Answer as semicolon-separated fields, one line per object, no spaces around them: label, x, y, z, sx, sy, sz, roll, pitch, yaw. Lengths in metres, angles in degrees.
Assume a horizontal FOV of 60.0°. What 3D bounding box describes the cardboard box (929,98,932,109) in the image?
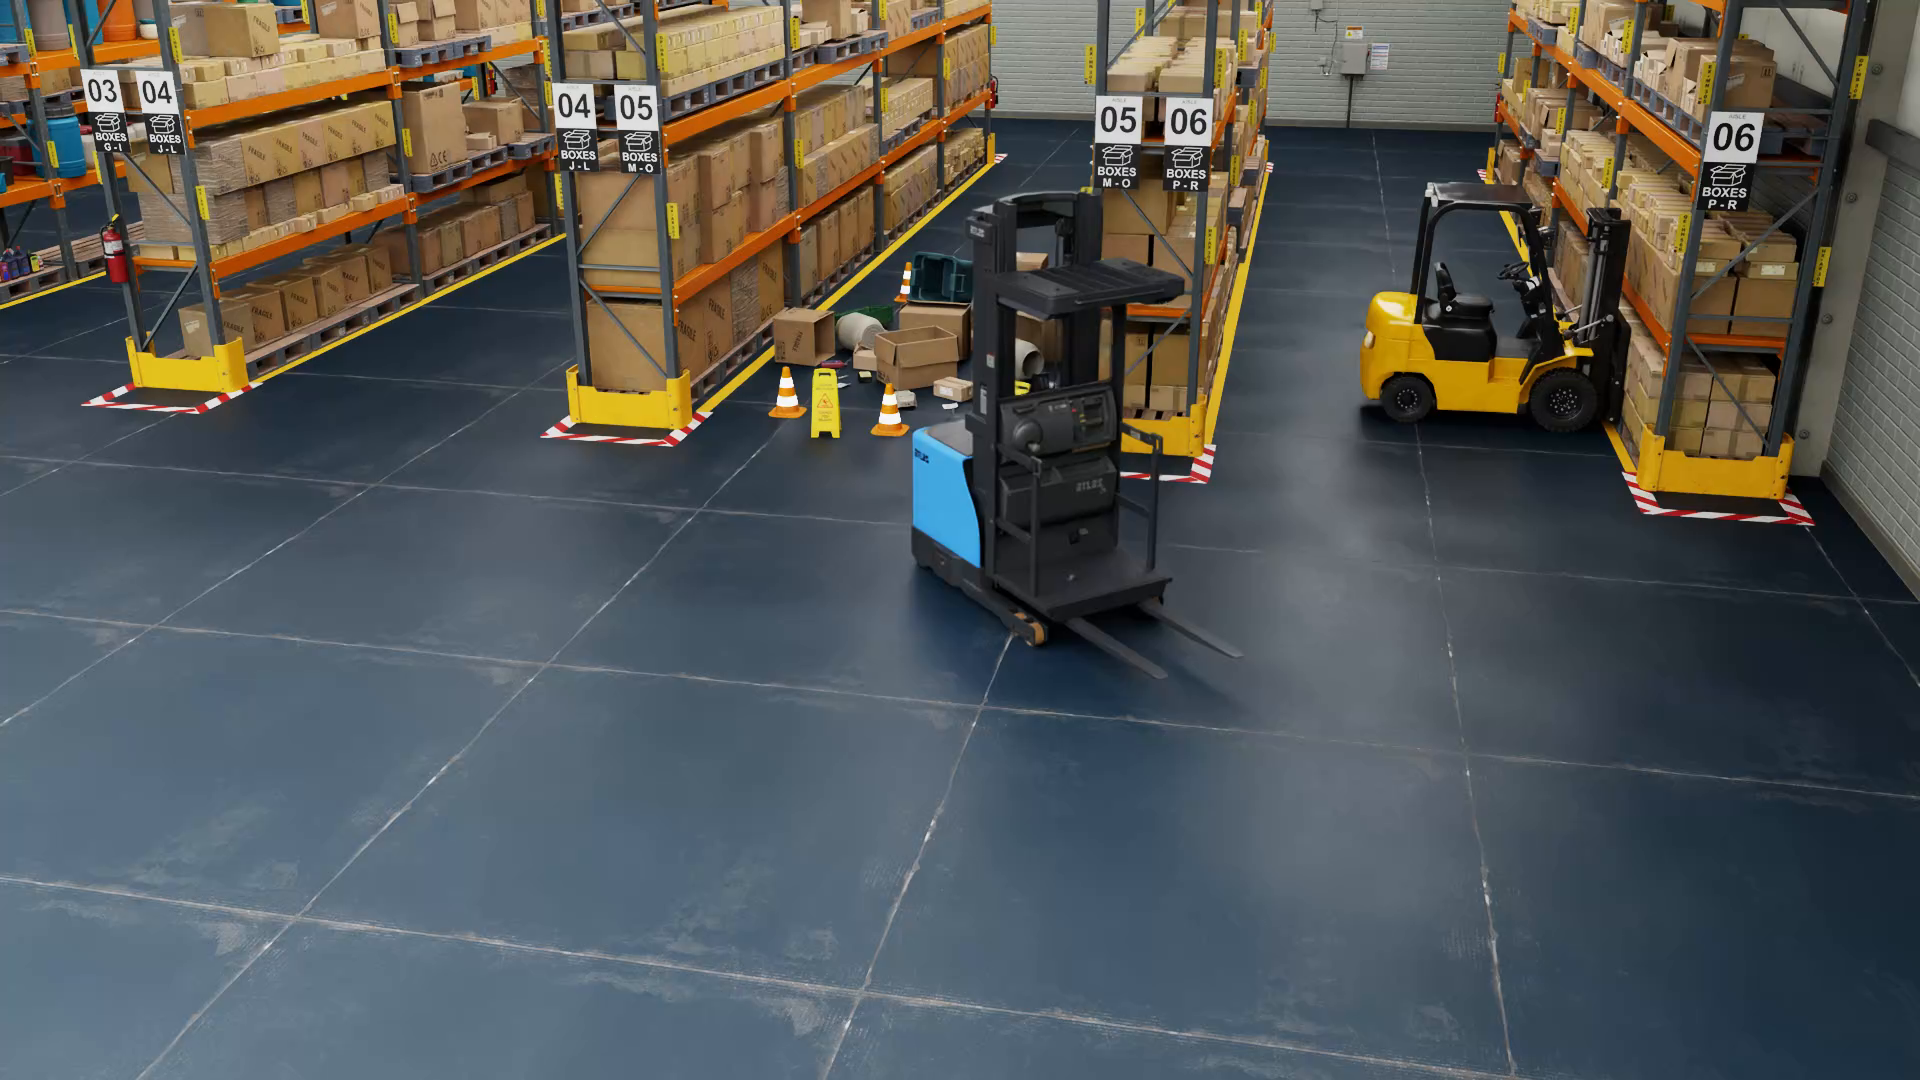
cardboard box;-0.643;-6.873;26.179;0.380;0.149;0.250;4;22;10

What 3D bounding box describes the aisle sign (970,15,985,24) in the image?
aisle sign;0.369;-9.628;29.765;0.394;0.787;0.004;4;22;11

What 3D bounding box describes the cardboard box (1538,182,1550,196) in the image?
cardboard box;8.432;-4.981;23.622;0.380;0.149;0.250;5;23;13

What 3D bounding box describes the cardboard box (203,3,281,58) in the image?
cardboard box;-7.472;-5.312;17.311;0.500;0.500;0.500;4;22;11

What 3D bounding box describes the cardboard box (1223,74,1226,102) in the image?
cardboard box;2.219;-4.224;15.614;0.500;0.250;0.500;5;22;12

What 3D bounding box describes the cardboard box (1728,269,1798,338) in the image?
cardboard box;6.895;-2.056;14.309;0.500;0.500;0.500;5;23;13

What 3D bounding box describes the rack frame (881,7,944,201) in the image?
rack frame;-0.756;-6.955;26.608;1.000;3.000;0.127;4;22;11

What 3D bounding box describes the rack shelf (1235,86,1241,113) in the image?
rack shelf;2.886;-5.478;19.889;1.077;0.370;4.000;4;22;11

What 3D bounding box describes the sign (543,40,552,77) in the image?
sign;-3.733;-4.379;15.116;0.100;0.325;0.005;4;22;11

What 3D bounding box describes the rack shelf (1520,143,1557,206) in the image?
rack shelf;8.562;-5.173;23.145;1.077;0.370;4.000;4;22;11

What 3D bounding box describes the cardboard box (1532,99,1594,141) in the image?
cardboard box;8.387;-5.843;23.150;0.700;0.500;0.500;4;22;11

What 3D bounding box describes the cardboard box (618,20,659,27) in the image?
cardboard box;-3.208;-5.067;16.477;0.380;0.149;0.250;4;22;10

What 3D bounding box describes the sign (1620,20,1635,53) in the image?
sign;6.805;-5.127;16.941;0.100;0.325;0.005;4;22;11

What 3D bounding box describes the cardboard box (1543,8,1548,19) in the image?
cardboard box;8.314;-7.301;23.092;0.380;0.149;0.250;4;22;10

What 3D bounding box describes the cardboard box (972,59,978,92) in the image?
cardboard box;0.016;-8.045;28.781;0.500;0.500;0.500;5;22;11

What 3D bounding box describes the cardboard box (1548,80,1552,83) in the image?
cardboard box;9.953;-7.581;27.964;0.500;0.250;0.500;5;22;12

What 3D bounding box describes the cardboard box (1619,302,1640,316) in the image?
cardboard box;6.728;-2.173;16.515;0.500;0.250;0.500;5;23;13

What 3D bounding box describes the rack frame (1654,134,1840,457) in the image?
rack frame;6.522;-1.849;13.930;1.000;3.000;0.127;4;22;11

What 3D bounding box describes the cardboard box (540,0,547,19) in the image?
cardboard box;-6.353;-7.770;23.916;0.797;0.503;0.637;6;23;14

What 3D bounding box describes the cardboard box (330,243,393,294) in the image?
cardboard box;-7.344;-3.337;20.407;0.500;0.500;0.500;4;22;9

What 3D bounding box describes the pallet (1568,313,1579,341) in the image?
pallet;7.450;-2.291;18.760;1.003;0.211;1.213;4;22;11

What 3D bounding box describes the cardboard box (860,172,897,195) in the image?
cardboard box;-1.195;-5.109;23.805;0.500;0.250;0.500;3;22;8

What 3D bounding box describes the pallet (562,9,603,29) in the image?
pallet;-6.103;-7.860;25.092;1.003;0.211;1.213;6;23;13

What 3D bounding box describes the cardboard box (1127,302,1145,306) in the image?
cardboard box;1.529;-2.263;15.293;0.380;0.149;0.250;5;23;13

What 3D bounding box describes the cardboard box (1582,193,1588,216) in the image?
cardboard box;7.413;-3.810;19.000;0.500;0.250;0.500;5;22;11

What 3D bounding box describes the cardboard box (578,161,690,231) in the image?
cardboard box;-3.091;-3.270;15.811;0.875;0.550;0.550;4;22;11

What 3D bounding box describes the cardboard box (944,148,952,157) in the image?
cardboard box;-0.335;-6.503;27.944;0.380;0.149;0.250;4;22;10

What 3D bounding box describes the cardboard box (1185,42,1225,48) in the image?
cardboard box;2.508;-5.012;17.037;0.380;0.149;0.250;5;22;12

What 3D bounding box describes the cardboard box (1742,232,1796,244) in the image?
cardboard box;6.915;-2.534;14.229;0.380;0.149;0.250;5;23;13

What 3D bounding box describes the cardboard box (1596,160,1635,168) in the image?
cardboard box;7.365;-4.180;18.715;0.380;0.149;0.250;4;22;10

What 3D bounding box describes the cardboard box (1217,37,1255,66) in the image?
cardboard box;2.990;-5.389;18.343;0.500;0.250;0.500;4;22;9

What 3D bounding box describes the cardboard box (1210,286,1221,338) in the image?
cardboard box;2.415;-2.347;17.280;0.500;0.500;0.500;6;23;14

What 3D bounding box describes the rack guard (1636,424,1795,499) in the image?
rack guard;6.517;-0.681;14.375;1.175;0.500;0.348;4;22;11

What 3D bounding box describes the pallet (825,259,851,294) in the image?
pallet;-2.058;-3.472;21.691;1.003;0.211;1.213;4;22;11

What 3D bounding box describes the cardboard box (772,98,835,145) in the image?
cardboard box;-1.982;-5.279;20.975;0.700;0.500;0.500;4;22;10

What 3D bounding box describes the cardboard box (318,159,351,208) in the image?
cardboard box;-7.516;-4.098;18.983;0.875;0.500;0.500;4;22;11

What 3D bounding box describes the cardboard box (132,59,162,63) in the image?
cardboard box;-8.172;-4.809;16.930;0.380;0.149;0.250;3;22;9

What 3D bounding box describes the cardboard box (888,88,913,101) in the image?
cardboard box;-0.914;-6.671;24.881;0.380;0.149;0.250;3;22;9

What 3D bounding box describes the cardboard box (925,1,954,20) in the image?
cardboard box;-0.403;-8.426;26.447;0.500;0.250;0.500;6;23;14

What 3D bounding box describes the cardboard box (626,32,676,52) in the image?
cardboard box;-2.825;-4.550;15.195;0.380;0.149;0.250;5;22;12

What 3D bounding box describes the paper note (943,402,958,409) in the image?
paper note;-0.094;-1.347;16.656;0.148;0.019;0.142;-3;22;-8

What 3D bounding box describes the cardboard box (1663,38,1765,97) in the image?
cardboard box;6.837;-4.288;15.137;0.797;0.503;0.637;5;23;13

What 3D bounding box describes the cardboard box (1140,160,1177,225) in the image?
cardboard box;1.663;-3.262;15.569;0.700;0.500;0.500;5;22;11

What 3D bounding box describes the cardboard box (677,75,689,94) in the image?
cardboard box;-2.770;-4.277;15.583;0.380;0.149;0.250;5;22;11

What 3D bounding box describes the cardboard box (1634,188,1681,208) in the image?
cardboard box;6.795;-3.324;16.191;0.380;0.149;0.250;4;22;10

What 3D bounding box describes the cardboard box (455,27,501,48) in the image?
cardboard box;-6.457;-6.671;22.088;0.500;0.250;0.500;5;22;12

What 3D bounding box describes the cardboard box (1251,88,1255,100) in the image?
cardboard box;3.847;-6.194;23.246;0.500;0.500;0.500;5;22;12

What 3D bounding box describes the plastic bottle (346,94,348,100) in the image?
plastic bottle;-10.278;-7.388;27.849;0.152;0.276;0.135;4;22;11

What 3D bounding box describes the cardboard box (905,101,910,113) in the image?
cardboard box;-0.965;-6.440;24.705;0.380;0.149;0.250;5;23;13

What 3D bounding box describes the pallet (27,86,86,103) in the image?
pallet;-15.558;-7.754;28.848;1.003;0.211;1.213;4;22;11

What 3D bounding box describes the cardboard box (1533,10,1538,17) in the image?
cardboard box;8.824;-7.893;24.725;0.500;0.250;0.500;5;22;11

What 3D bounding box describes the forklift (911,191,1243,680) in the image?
forklift;0.802;-0.819;11.463;1.130;2.935;3.031;-12;25;-28

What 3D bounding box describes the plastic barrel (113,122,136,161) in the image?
plastic barrel;-11.513;-5.487;22.780;0.433;0.535;0.433;0;22;0

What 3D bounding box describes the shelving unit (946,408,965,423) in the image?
shelving unit;0.011;-0.507;13.206;0.215;1.050;0.252;4;22;11

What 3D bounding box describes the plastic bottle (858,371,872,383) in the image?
plastic bottle;-1.008;-1.733;17.574;0.133;0.061;0.283;-3;22;-8

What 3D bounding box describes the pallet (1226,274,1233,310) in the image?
pallet;2.882;-3.128;20.838;1.003;0.211;1.213;4;22;11
